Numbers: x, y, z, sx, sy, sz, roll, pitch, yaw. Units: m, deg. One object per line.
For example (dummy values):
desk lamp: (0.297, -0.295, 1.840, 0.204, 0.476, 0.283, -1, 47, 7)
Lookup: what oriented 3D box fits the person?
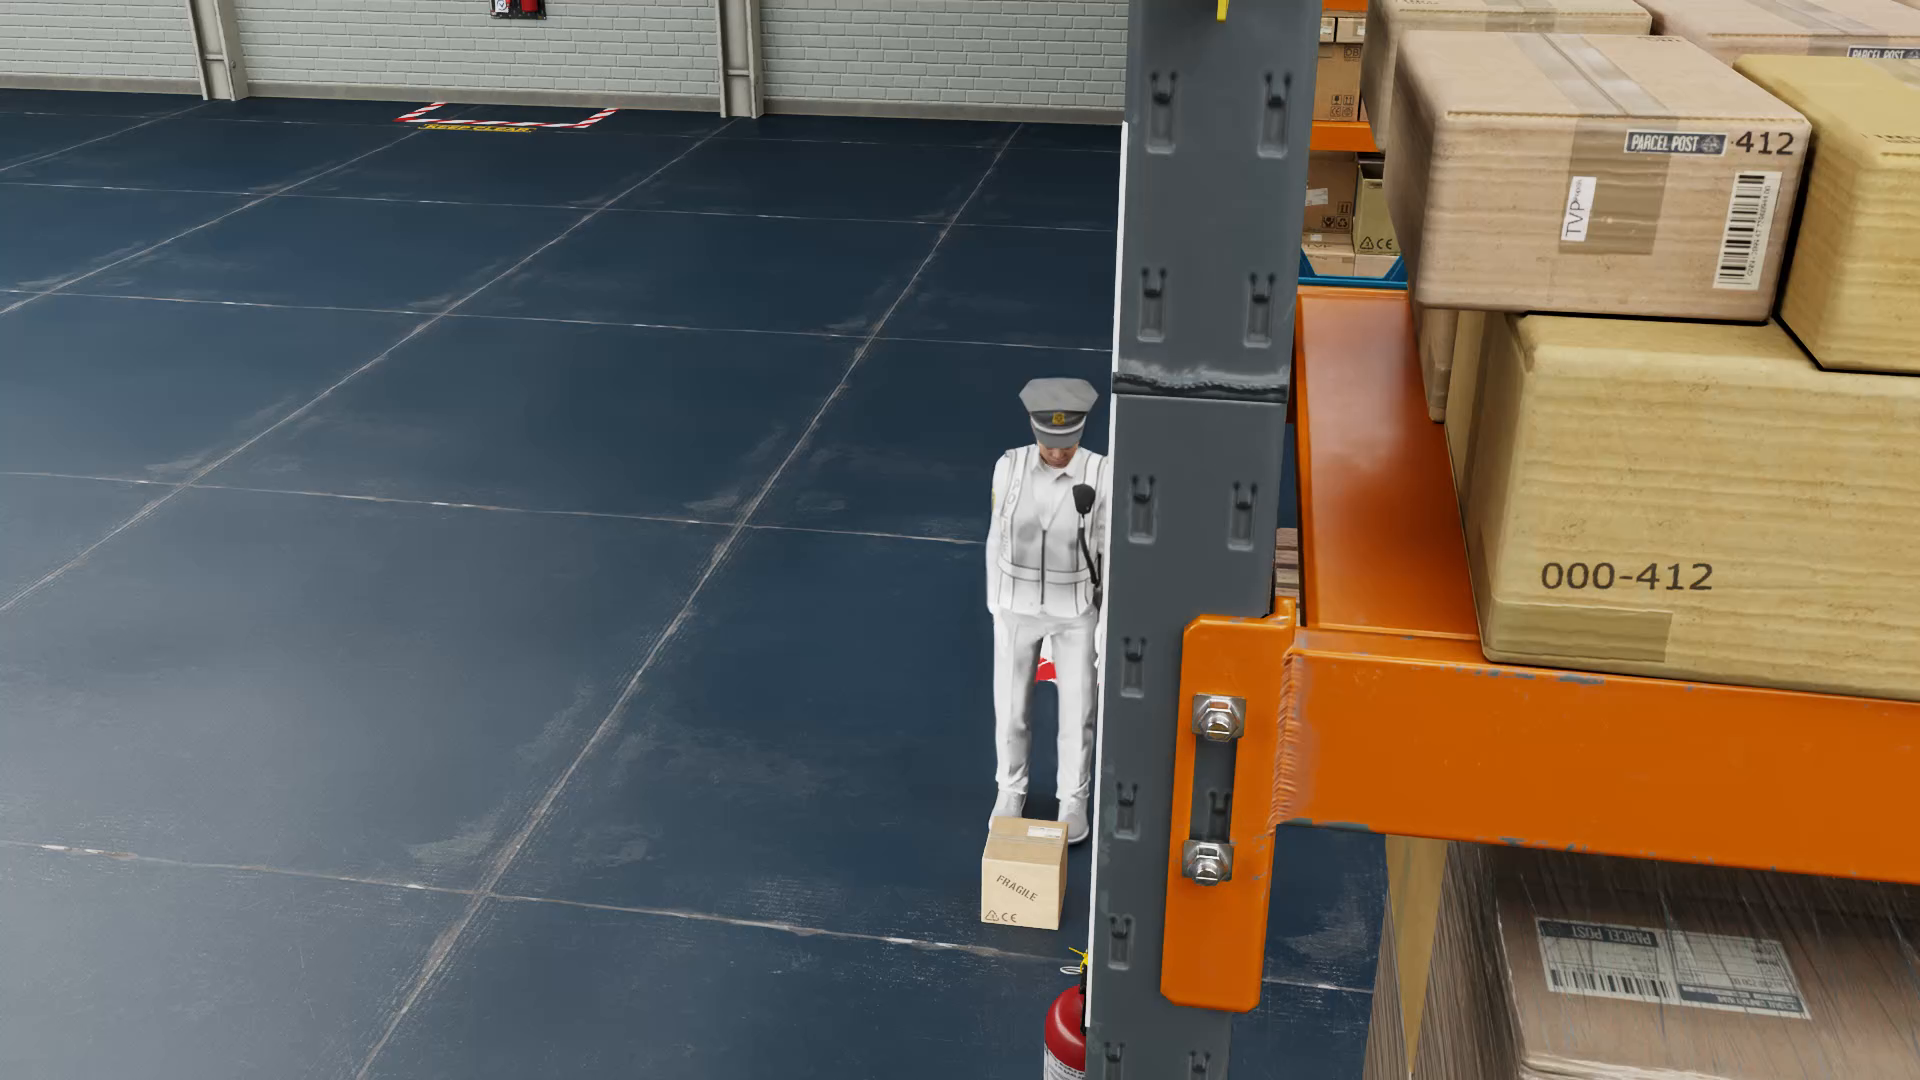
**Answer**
person: (0.317, 0.253, 5.579, 0.474, 1.660, 0.327, 5, 25, 10)
